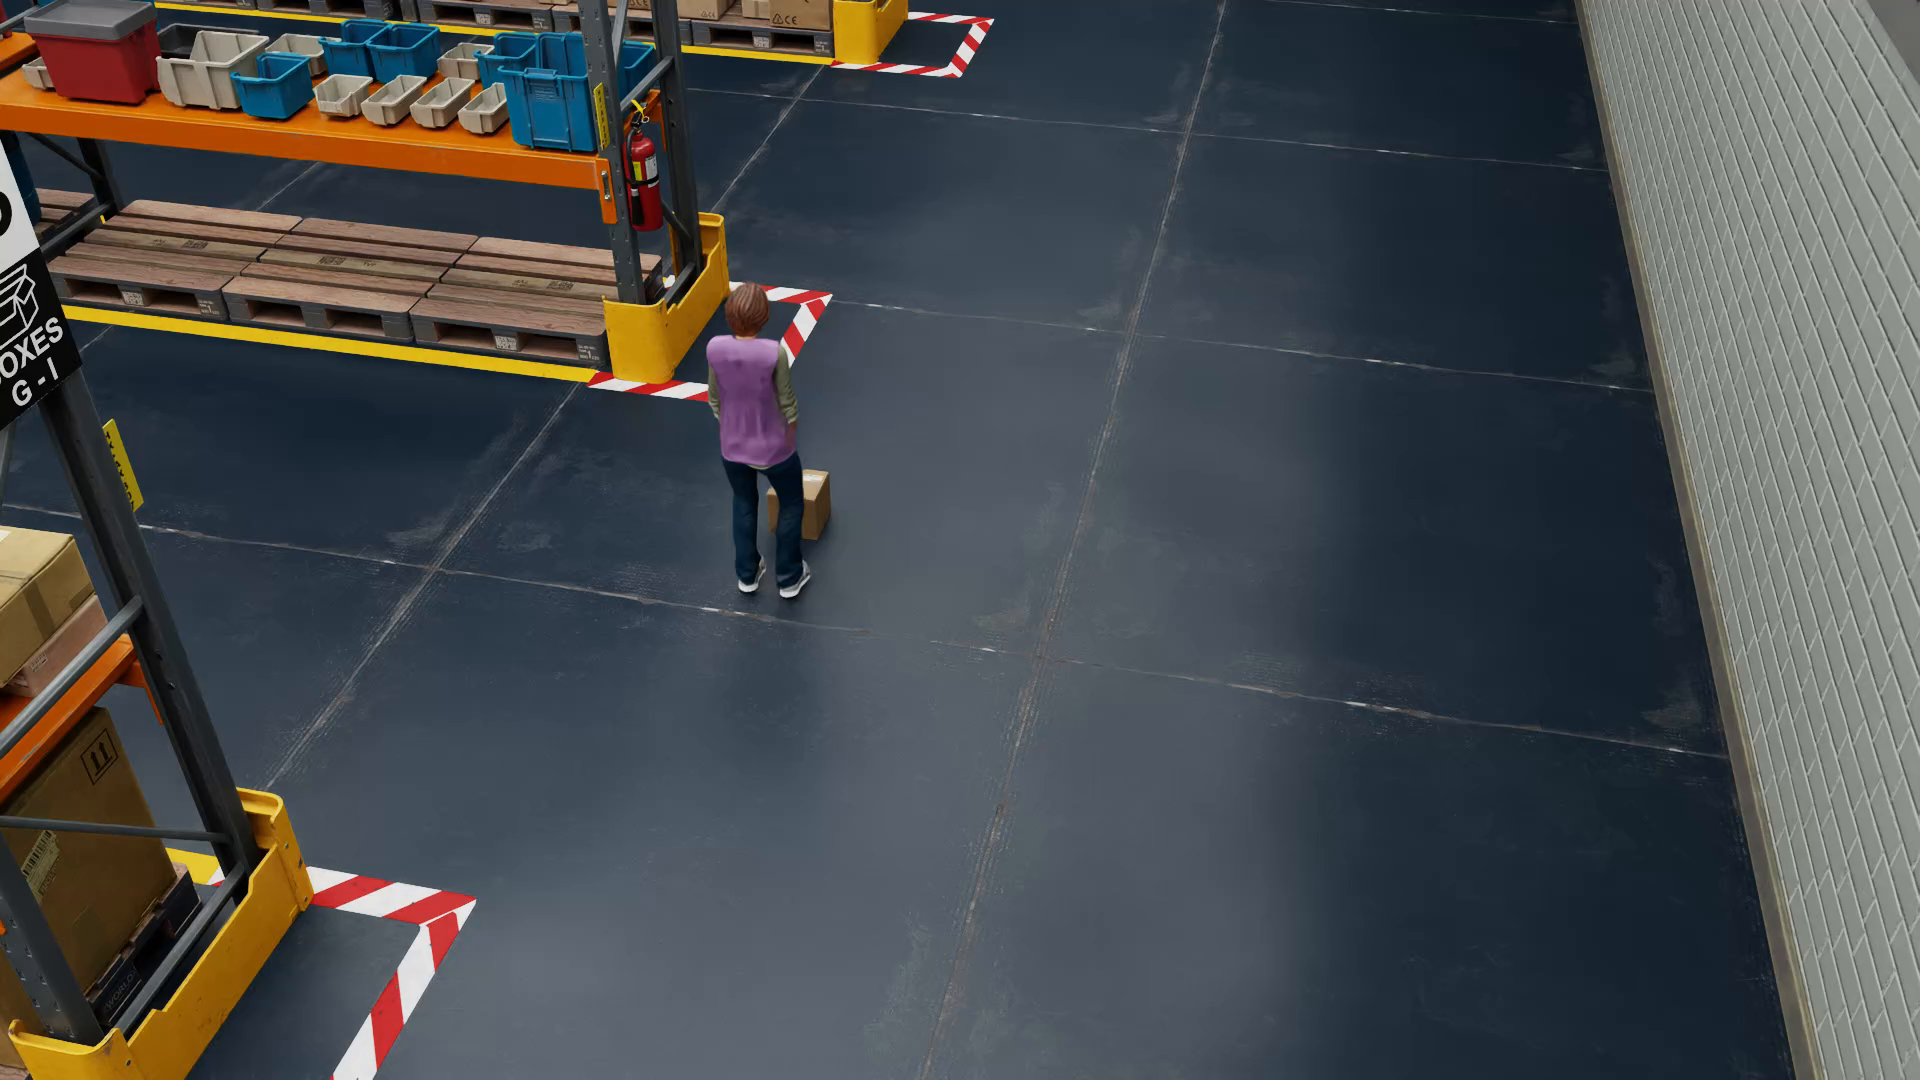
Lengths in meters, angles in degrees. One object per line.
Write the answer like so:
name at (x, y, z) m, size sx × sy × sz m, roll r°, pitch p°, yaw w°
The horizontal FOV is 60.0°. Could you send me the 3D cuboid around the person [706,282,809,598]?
person at (-0.930, -0.428, 7.564) m, size 0.420 × 1.573 × 0.353 m, roll 8°, pitch 38°, yaw 11°
